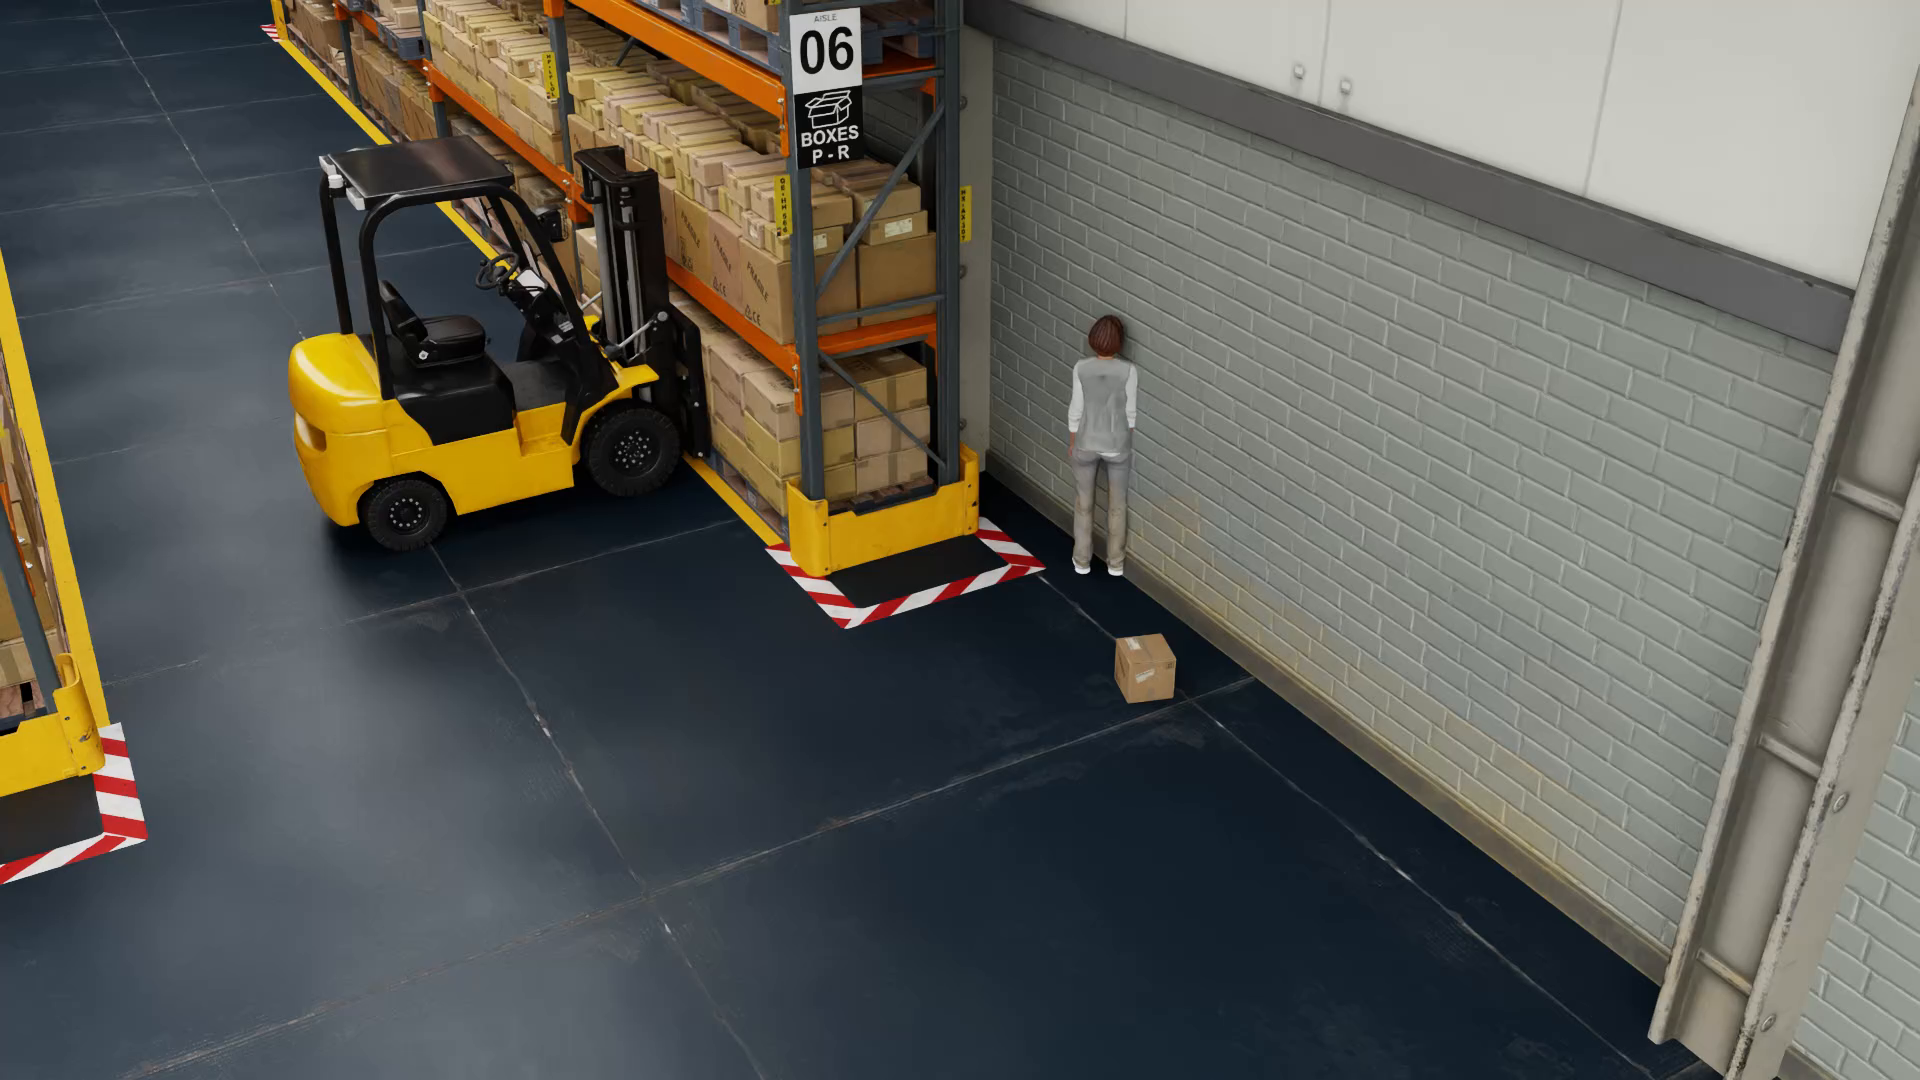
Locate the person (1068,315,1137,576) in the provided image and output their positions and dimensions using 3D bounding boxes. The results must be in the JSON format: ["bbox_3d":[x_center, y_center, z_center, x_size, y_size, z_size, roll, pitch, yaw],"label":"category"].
[{"bbox_3d":[0.815,-0.532,9.497,0.408,1.604,0.306,4,30,7],"label":"person"}]
